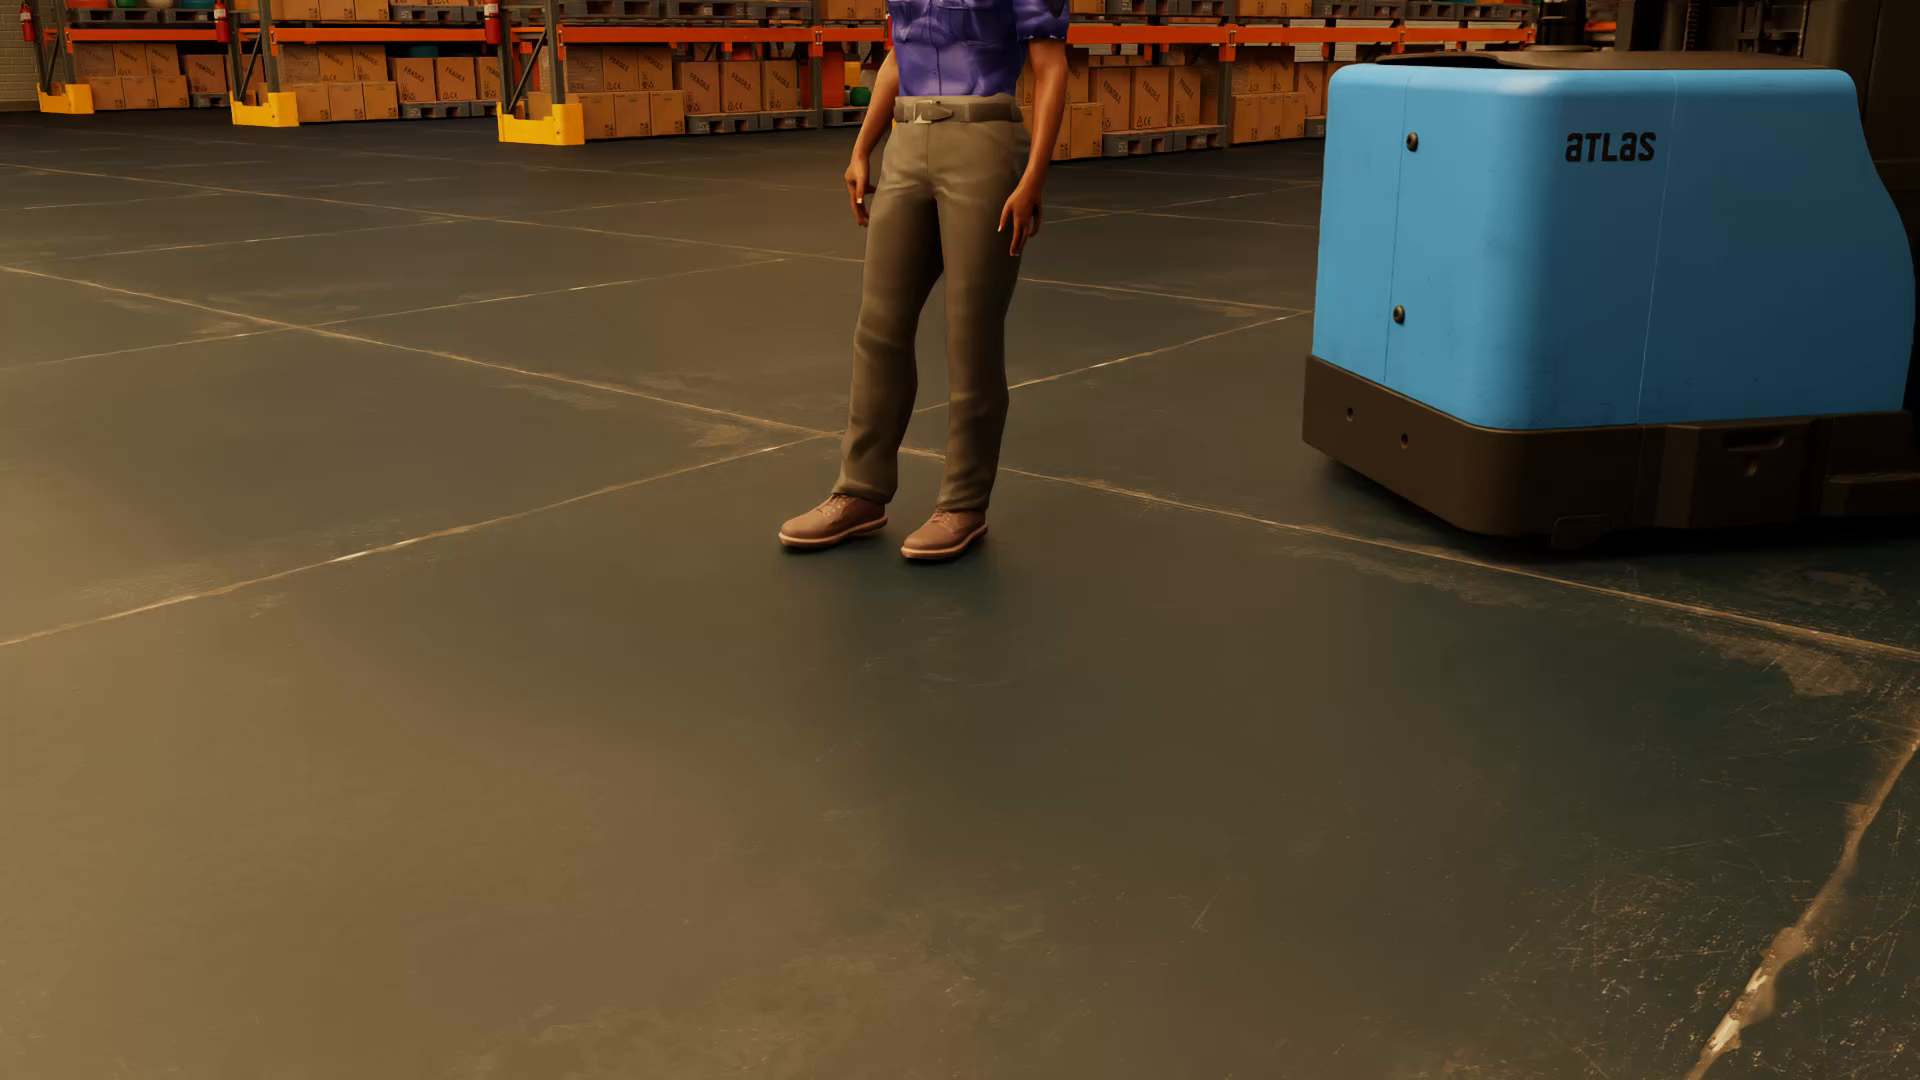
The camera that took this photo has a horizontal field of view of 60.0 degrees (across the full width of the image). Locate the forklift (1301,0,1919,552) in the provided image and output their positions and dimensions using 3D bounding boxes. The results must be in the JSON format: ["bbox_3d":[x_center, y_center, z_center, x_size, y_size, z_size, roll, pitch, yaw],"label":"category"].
[{"bbox_3d":[2.518,-1.578,4.095,3.031,2.935,1.130,-4,17,-12],"label":"forklift"}]

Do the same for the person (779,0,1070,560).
[{"bbox_3d":[-0.071,-0.782,3.646,0.570,1.657,0.502,13,21,37],"label":"person"}]
